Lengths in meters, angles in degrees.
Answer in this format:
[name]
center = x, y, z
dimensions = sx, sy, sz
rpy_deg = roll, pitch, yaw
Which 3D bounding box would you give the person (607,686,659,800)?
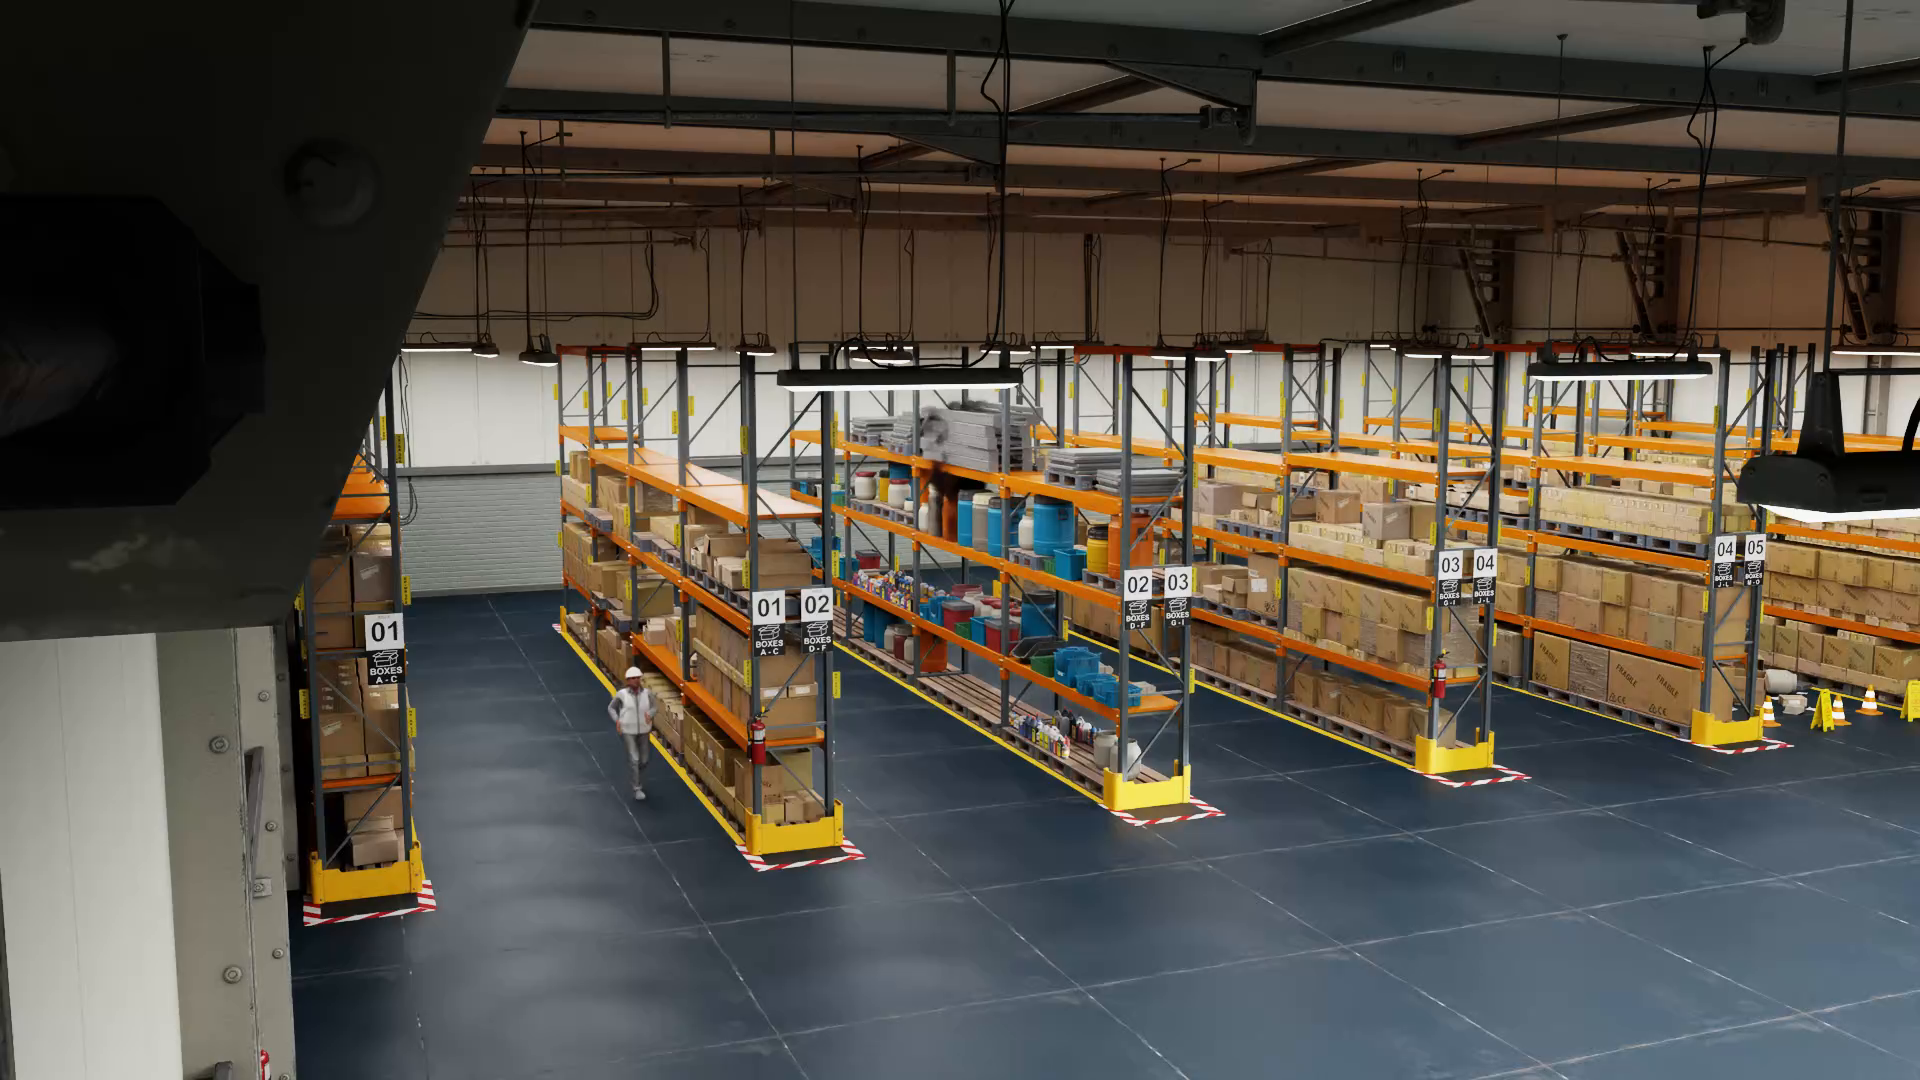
[person]
center = -4.416, 2.717, 22.608
dimensions = 0.671, 1.510, 0.802
rpy_deg = -4, 8, -28
